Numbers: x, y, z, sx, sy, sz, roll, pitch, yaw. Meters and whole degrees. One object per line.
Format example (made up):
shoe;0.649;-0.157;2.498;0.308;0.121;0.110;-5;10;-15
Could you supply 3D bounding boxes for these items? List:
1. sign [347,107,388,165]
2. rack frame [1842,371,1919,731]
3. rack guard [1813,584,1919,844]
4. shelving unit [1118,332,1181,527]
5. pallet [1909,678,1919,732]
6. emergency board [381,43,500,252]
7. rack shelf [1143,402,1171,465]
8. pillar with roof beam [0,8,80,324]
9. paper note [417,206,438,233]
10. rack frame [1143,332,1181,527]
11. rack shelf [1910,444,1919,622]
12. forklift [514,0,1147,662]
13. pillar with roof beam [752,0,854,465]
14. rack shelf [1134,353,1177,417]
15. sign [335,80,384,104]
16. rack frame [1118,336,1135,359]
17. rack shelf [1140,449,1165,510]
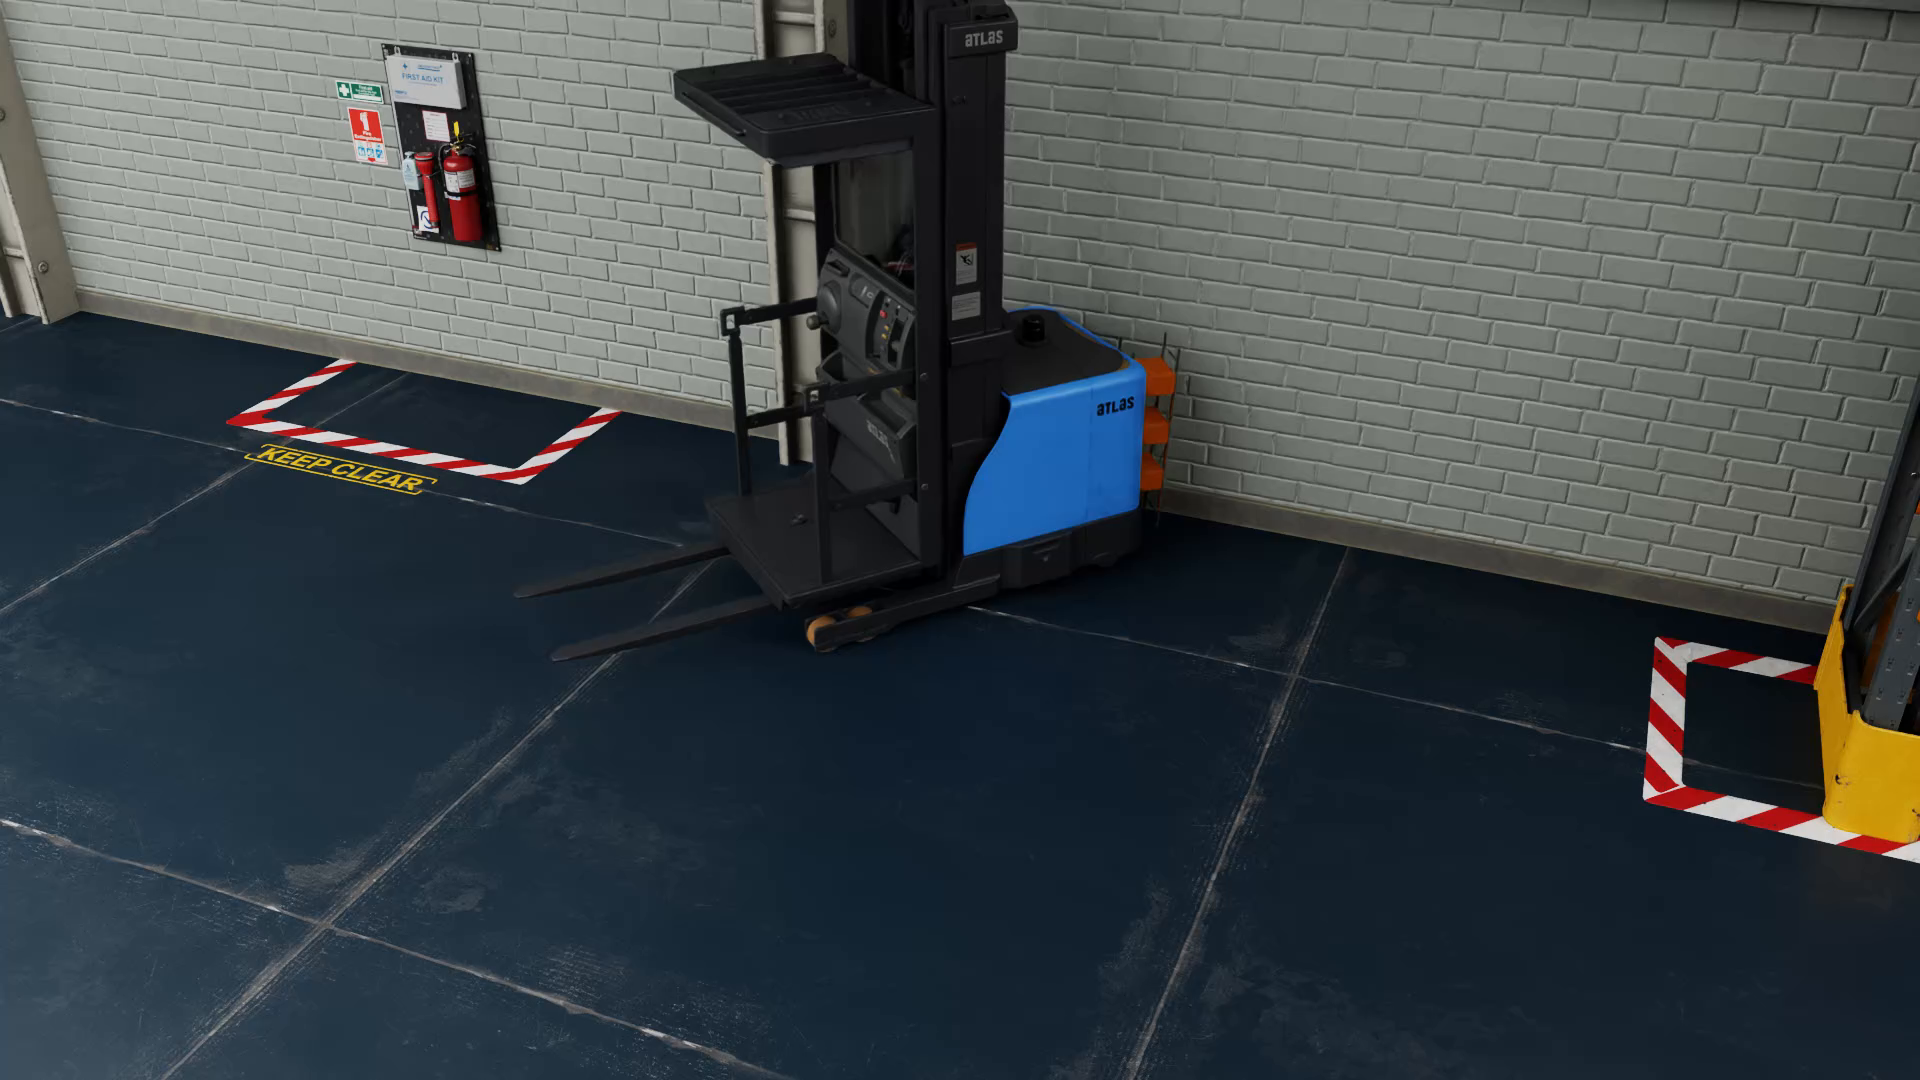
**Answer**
sign;-3.540;-2.414;9.936;0.234;0.329;0.001;11;31;19
rack frame;3.795;-0.400;6.409;0.127;3.000;1.000;11;31;19
rack guard;3.865;0.703;6.999;0.348;0.500;1.175;11;31;19
shelving unit;0.931;-0.551;8.637;0.252;1.050;0.215;-7;34;-15
pallet;4.605;0.995;6.776;1.213;0.211;1.003;11;31;19
emergency board;-3.067;-2.249;9.681;0.643;1.169;0.194;11;31;19
rack shelf;0.931;-0.542;8.642;0.240;0.259;0.215;-7;34;-15
pillar with roof beam;-7.969;-3.533;5.856;0.400;9.000;9.100;11;31;19
paper note;-3.205;-1.930;10.011;0.142;0.148;0.016;11;31;19
rack frame;1.048;-0.565;8.668;0.008;1.050;0.200;-7;34;-15
rack shelf;5.648;0.283;5.931;4.000;0.370;1.077;11;31;19
forklift;-0.621;-1.045;7.619;3.031;2.935;1.130;-15;33;-24
pillar with roof beam;-2.410;-2.423;3.892;0.400;9.000;9.100;11;31;19
rack shelf;0.943;-0.780;8.489;0.240;0.259;0.215;-7;34;-15
sign;-3.539;-2.640;9.797;0.331;0.109;0.001;11;31;19
rack frame;0.814;-0.537;8.605;0.008;1.050;0.200;-7;34;-15
rack shelf;0.918;-0.308;8.793;0.240;0.259;0.215;-7;34;-15
